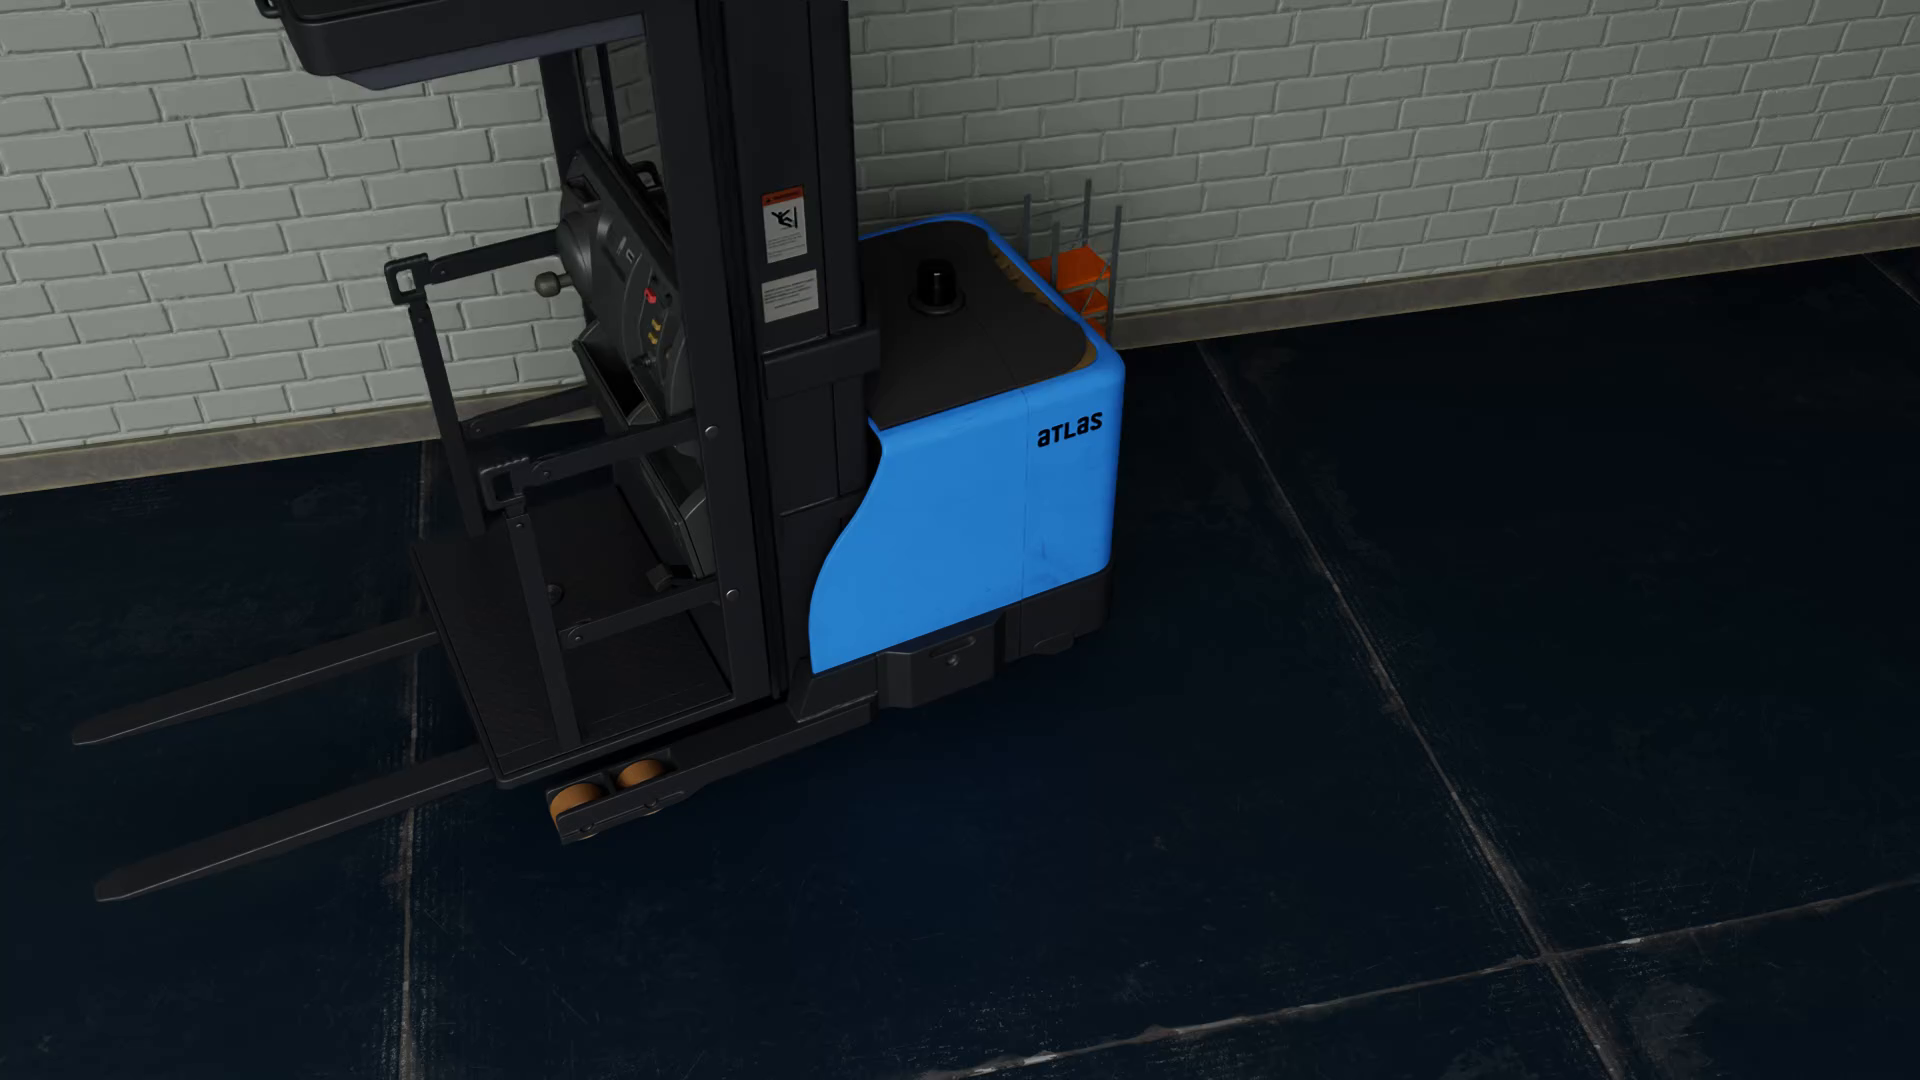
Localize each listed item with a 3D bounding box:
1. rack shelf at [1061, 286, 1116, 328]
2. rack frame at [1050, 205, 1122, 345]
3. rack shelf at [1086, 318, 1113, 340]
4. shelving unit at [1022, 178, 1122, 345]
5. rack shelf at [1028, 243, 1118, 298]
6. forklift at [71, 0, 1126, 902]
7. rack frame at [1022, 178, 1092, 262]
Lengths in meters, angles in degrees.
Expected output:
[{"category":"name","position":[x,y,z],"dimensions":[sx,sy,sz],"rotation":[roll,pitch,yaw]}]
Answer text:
[{"category":"rack shelf","position":[0.345,-0.741,5.385],"dimensions":[0.258,0.103,0.180],"rotation":[-18,45,-20]},{"category":"rack frame","position":[0.385,-0.540,5.453],"dimensions":[0.240,1.200,0.006],"rotation":[-18,45,-20]},{"category":"rack shelf","position":[0.344,-0.651,5.464],"dimensions":[0.258,0.103,0.180],"rotation":[-18,45,-20]},{"category":"shelving unit","position":[0.343,-0.595,5.514],"dimensions":[0.258,1.200,0.189],"rotation":[-18,45,-20]},{"category":"rack shelf","position":[0.346,-0.831,5.306],"dimensions":[0.258,0.103,0.180],"rotation":[-18,45,-20]},{"category":"forklift","position":[-1.062,-0.638,4.261],"dimensions":[3.031,2.935,1.130],"rotation":[-19,45,-20]},{"category":"rack frame","position":[0.302,-0.649,5.575],"dimensions":[0.240,1.200,0.006],"rotation":[-18,45,-20]}]
